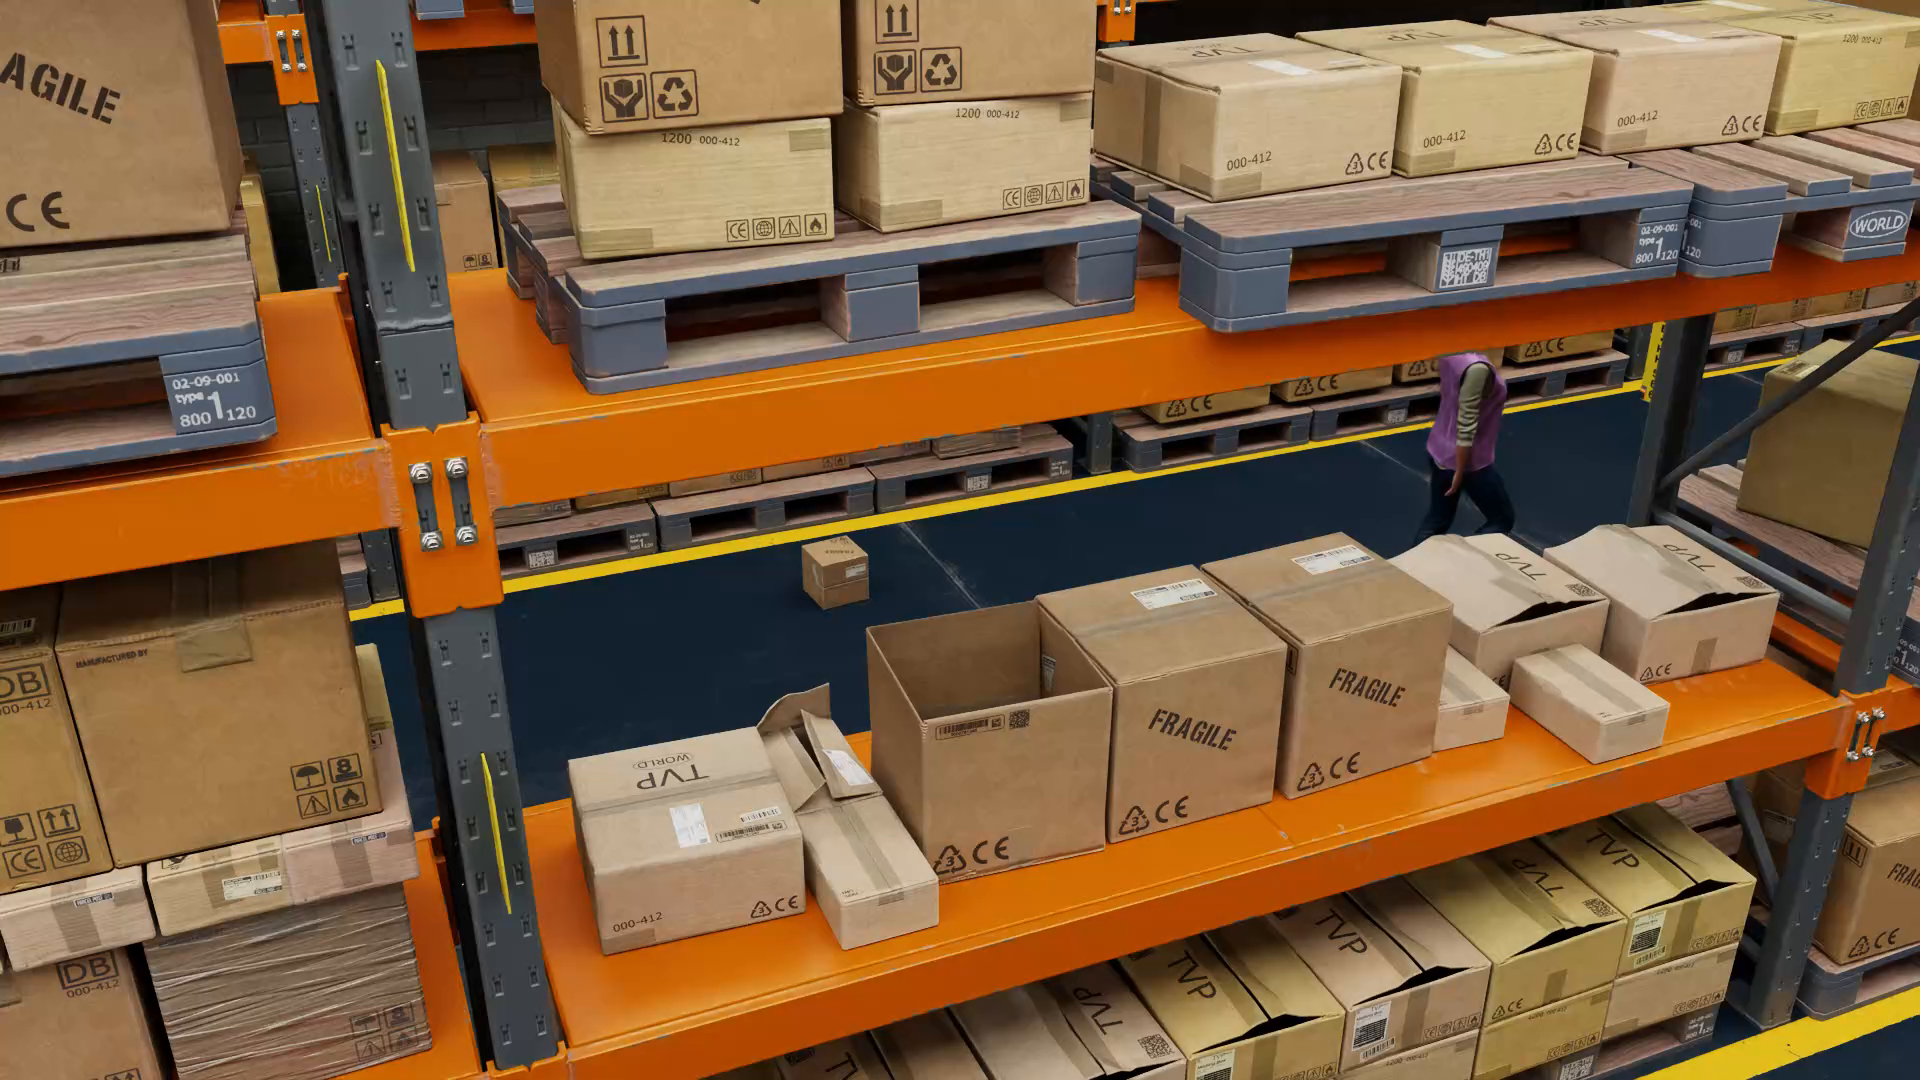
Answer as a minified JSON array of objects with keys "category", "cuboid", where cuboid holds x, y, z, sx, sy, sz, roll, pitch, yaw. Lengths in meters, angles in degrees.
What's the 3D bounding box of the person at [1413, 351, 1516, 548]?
[{"category":"person","cuboid":[2.387,-0.366,7.856,0.465,1.633,0.416,-4,27,-8]}]
